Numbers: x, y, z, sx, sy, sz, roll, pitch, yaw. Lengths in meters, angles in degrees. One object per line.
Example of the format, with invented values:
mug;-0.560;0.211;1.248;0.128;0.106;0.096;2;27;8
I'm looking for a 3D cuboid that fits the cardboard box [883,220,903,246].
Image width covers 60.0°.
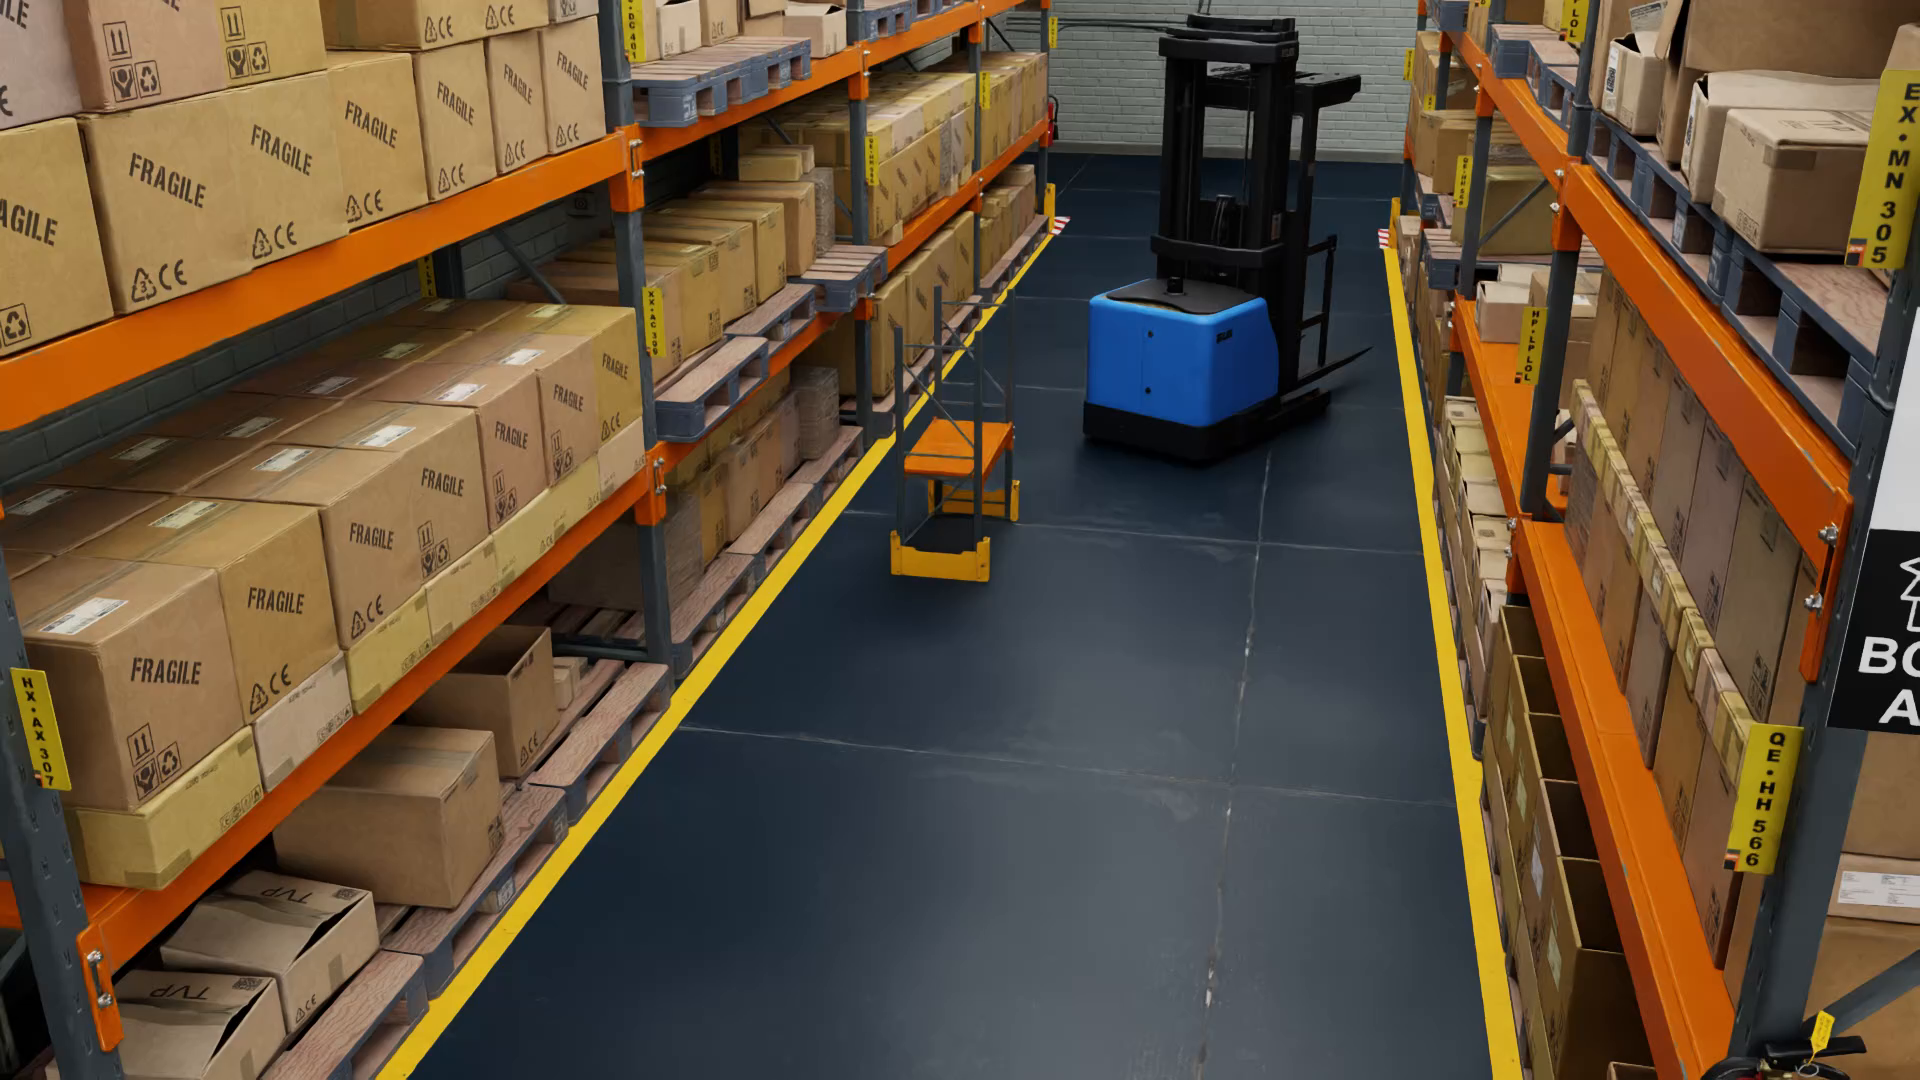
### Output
cardboard box;-0.640;-2.282;12.315;0.380;0.149;0.250;5;23;13

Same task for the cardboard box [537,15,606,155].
cardboard box;-1.809;-1.884;6.841;0.500;0.500;0.500;5;22;12

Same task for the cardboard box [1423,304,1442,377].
cardboard box;3.887;-1.515;12.856;0.500;0.500;0.500;4;22;9

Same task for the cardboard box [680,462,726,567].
cardboard box;-1.757;-0.150;9.467;0.700;0.500;0.500;4;22;10

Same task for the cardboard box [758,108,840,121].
cardboard box;-1.183;-3.021;12.277;0.500;0.250;0.500;4;22;9

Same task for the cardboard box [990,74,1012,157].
cardboard box;-0.034;-4.170;16.292;0.980;0.700;0.700;4;22;10

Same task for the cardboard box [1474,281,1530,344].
cardboard box;3.347;-1.375;9.871;0.500;0.311;0.500;4;22;10

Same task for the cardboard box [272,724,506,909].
cardboard box;-2.219;1.057;6.470;0.700;0.500;0.500;3;22;8

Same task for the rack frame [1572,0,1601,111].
rack frame;2.903;-3.048;5.877;1.000;3.000;0.127;4;22;11

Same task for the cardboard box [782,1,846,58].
cardboard box;-1.014;-3.180;10.312;0.500;0.311;0.500;4;22;11

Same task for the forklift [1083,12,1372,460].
forklift;2.207;-2.395;12.377;1.130;2.935;3.031;17;27;35

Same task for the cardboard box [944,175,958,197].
cardboard box;-0.229;-3.029;14.168;0.380;0.149;0.250;4;22;11

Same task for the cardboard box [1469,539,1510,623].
cardboard box;2.805;0.194;8.224;0.500;0.311;0.500;5;22;12

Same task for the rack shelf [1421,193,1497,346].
rack shelf;4.127;-2.126;12.580;1.077;0.370;4.000;4;22;11

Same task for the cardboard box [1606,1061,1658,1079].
cardboard box;1.905;1.711;4.204;0.500;0.500;0.500;4;22;11

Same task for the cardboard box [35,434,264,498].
cardboard box;-2.662;-0.028;5.577;0.500;0.500;0.500;4;22;9

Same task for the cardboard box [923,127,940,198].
cardboard box;-0.465;-3.020;13.277;0.500;0.500;0.500;5;22;12

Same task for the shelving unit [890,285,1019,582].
shelving unit;-0.016;-0.668;10.004;0.587;1.500;1.083;4;22;11

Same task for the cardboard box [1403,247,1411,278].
cardboard box;4.527;-2.652;15.934;0.500;0.311;0.500;4;22;11

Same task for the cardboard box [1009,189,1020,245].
cardboard box;0.252;-3.435;17.651;0.700;0.500;0.500;4;22;9

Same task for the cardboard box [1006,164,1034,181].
cardboard box;0.608;-4.042;18.290;0.380;0.149;0.250;4;22;10

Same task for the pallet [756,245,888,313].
pallet;-1.172;-1.747;10.933;1.213;0.211;1.003;4;22;11

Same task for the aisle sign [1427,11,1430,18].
aisle sign;5.078;-5.907;17.526;0.394;0.787;0.004;4;22;11

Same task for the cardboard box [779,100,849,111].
cardboard box;-1.076;-3.208;12.742;0.500;0.250;0.500;4;22;10

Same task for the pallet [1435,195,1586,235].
pallet;4.111;-2.351;12.433;1.003;0.211;1.213;4;22;11

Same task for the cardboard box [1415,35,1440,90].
cardboard box;4.903;-4.830;16.860;0.500;0.500;0.500;5;22;11

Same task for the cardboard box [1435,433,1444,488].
cardboard box;3.325;-0.479;10.645;0.500;0.250;0.500;4;22;11

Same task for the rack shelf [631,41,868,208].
rack shelf;-1.539;-2.431;9.322;1.077;0.370;4.000;4;22;11

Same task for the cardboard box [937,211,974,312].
cardboard box;-0.320;-2.518;14.905;0.750;0.750;0.750;5;22;12

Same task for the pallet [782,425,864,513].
pallet;-1.292;-0.525;11.376;1.003;0.211;1.213;4;22;11

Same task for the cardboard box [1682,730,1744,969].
cardboard box;2.297;0.789;4.246;0.700;0.500;0.500;5;22;12

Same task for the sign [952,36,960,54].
sign;-0.041;-5.513;18.763;0.100;0.325;0.005;4;22;11

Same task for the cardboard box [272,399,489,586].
cardboard box;-2.056;-0.176;5.946;0.500;0.500;0.500;5;23;13

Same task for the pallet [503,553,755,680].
pallet;-1.790;0.367;9.160;1.003;0.211;1.213;4;22;11

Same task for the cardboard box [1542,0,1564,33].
cardboard box;3.681;-3.075;9.596;0.500;0.250;0.500;3;22;7

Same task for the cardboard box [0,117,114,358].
cardboard box;-2.451;-0.729;3.973;0.500;0.500;0.500;5;22;12

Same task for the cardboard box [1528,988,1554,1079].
cardboard box;2.097;1.693;5.254;0.500;0.250;0.500;4;22;11

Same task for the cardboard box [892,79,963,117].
cardboard box;-0.274;-3.732;14.043;0.500;0.250;0.500;5;22;12

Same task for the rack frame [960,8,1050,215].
rack frame;0.501;-5.030;18.829;1.000;3.000;0.127;4;22;11

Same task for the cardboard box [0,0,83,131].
cardboard box;-2.447;-1.212;3.834;0.500;0.500;0.500;3;22;7

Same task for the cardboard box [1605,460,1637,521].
cardboard box;2.451;-0.156;5.722;0.380;0.149;0.250;4;22;9

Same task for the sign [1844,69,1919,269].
sign;1.558;-0.614;2.770;0.100;0.325;0.005;4;22;11

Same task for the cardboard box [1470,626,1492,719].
cardboard box;2.704;0.641;7.864;0.500;0.250;0.500;4;22;10

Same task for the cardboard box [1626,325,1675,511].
cardboard box;2.614;-0.383;5.419;0.700;0.500;0.500;4;22;11

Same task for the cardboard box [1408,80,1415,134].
cardboard box;5.003;-4.558;17.523;0.500;0.500;0.500;5;22;12

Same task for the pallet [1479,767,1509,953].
pallet;2.699;1.316;6.804;1.003;0.211;1.213;4;22;11

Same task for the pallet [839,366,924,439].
pallet;-0.897;-1.094;12.787;1.003;0.211;1.213;4;22;11

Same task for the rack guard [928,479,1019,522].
rack guard;0.086;-0.270;10.690;0.587;0.250;0.087;4;22;11

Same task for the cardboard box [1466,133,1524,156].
cardboard box;4.235;-2.782;12.549;0.700;0.500;0.500;-1;22;-3

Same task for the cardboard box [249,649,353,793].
cardboard box;-2.261;0.536;5.181;0.500;0.250;0.500;4;22;9

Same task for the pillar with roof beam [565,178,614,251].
pillar with roof beam;1.971;-4.150;8.612;9.100;9.000;0.400;4;22;11

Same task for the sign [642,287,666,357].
sign;-1.415;-1.005;7.674;0.100;0.325;0.005;4;22;11

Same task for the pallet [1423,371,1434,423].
pallet;4.159;-1.150;12.926;1.003;0.211;1.213;4;22;11

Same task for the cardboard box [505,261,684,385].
cardboard box;-1.810;-1.076;8.287;0.700;0.500;0.500;5;22;11

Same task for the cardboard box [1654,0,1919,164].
cardboard box;2.443;-1.372;4.842;0.797;0.503;0.637;7;23;17

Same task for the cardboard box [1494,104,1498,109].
cardboard box;4.907;-3.852;14.431;0.500;0.500;0.500;5;22;12

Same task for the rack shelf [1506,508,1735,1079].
rack shelf;2.495;0.800;5.316;1.077;0.370;4.000;4;22;11

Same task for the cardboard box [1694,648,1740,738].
cardboard box;2.136;0.415;4.307;0.380;0.149;0.250;5;22;12
